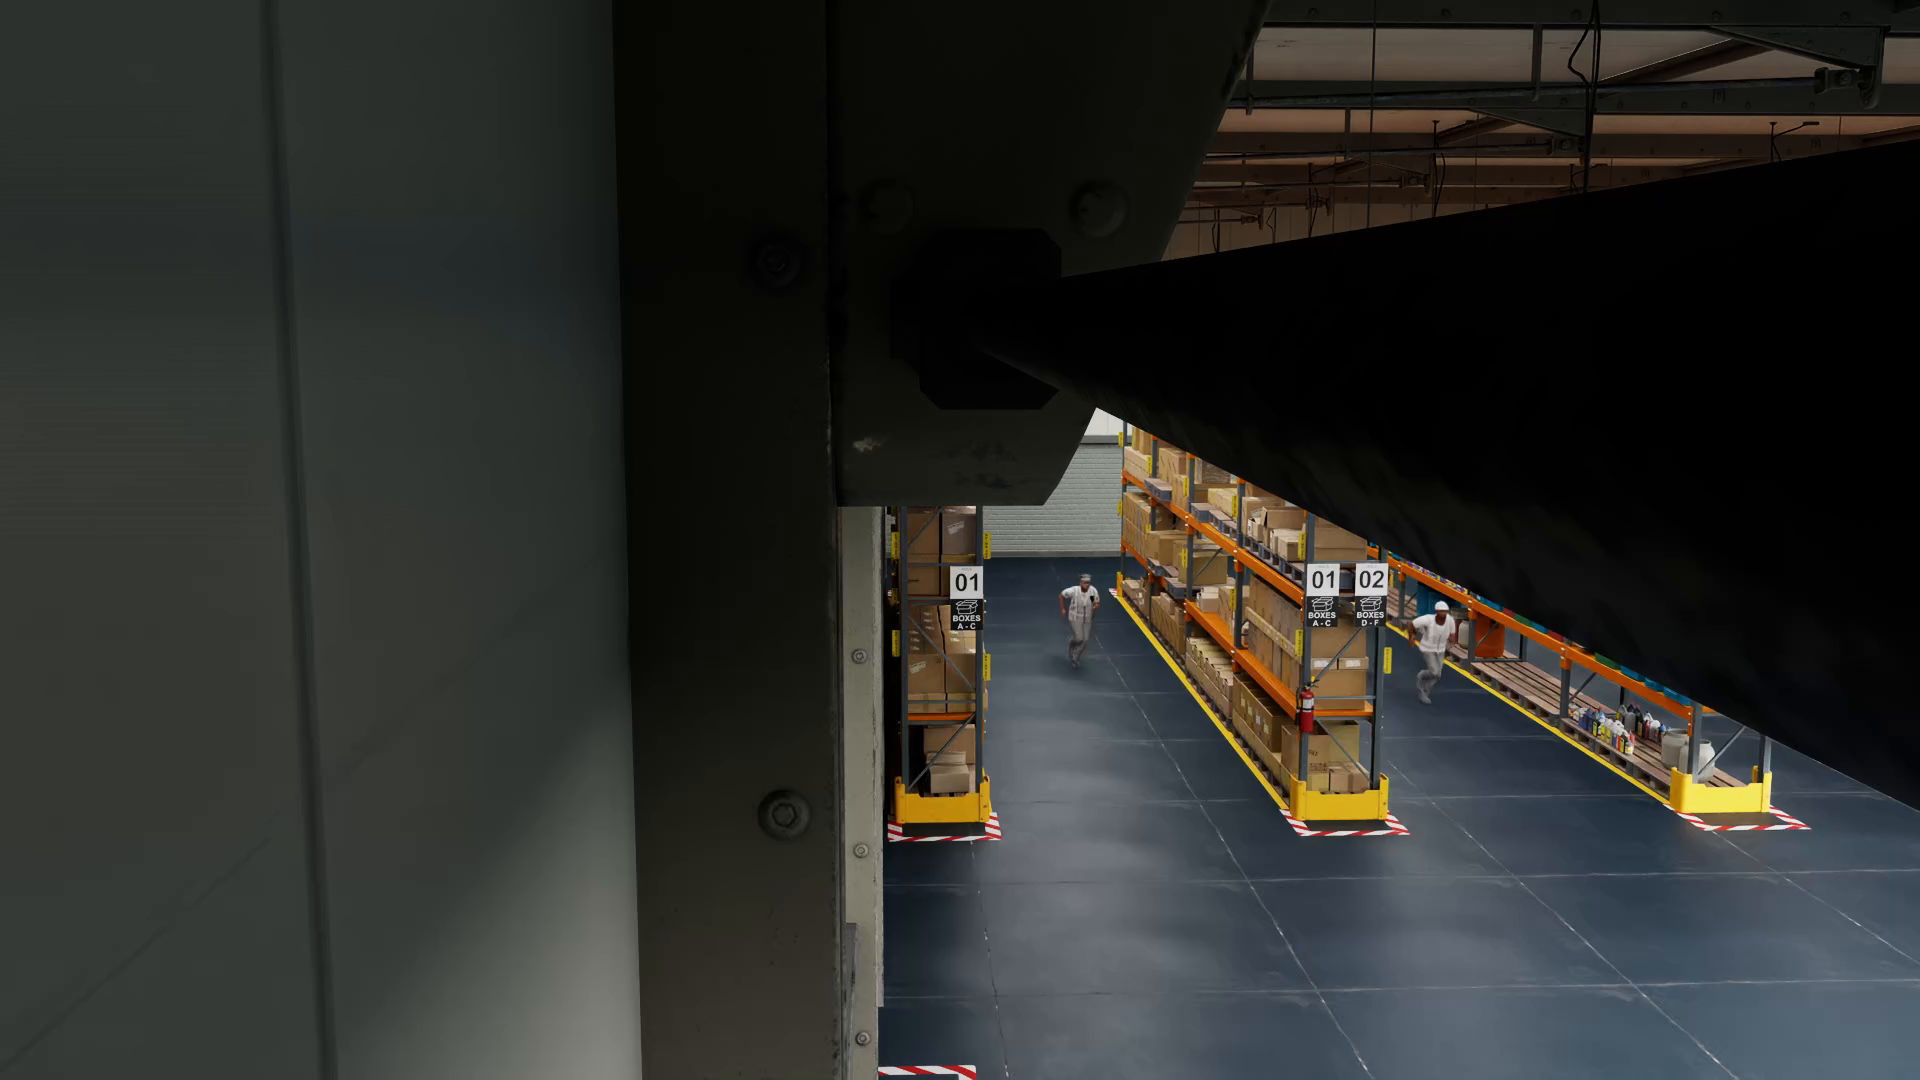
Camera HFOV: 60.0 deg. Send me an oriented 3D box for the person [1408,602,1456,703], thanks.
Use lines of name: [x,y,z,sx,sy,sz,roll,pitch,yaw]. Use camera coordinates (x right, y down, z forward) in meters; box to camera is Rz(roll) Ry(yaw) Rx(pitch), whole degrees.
person: [7.568,1.791,26.490,0.671,1.683,0.714,-3,9,-19]

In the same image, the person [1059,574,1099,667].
person: [2.129,1.411,29.142,0.645,1.699,0.737,-3,9,-20]
